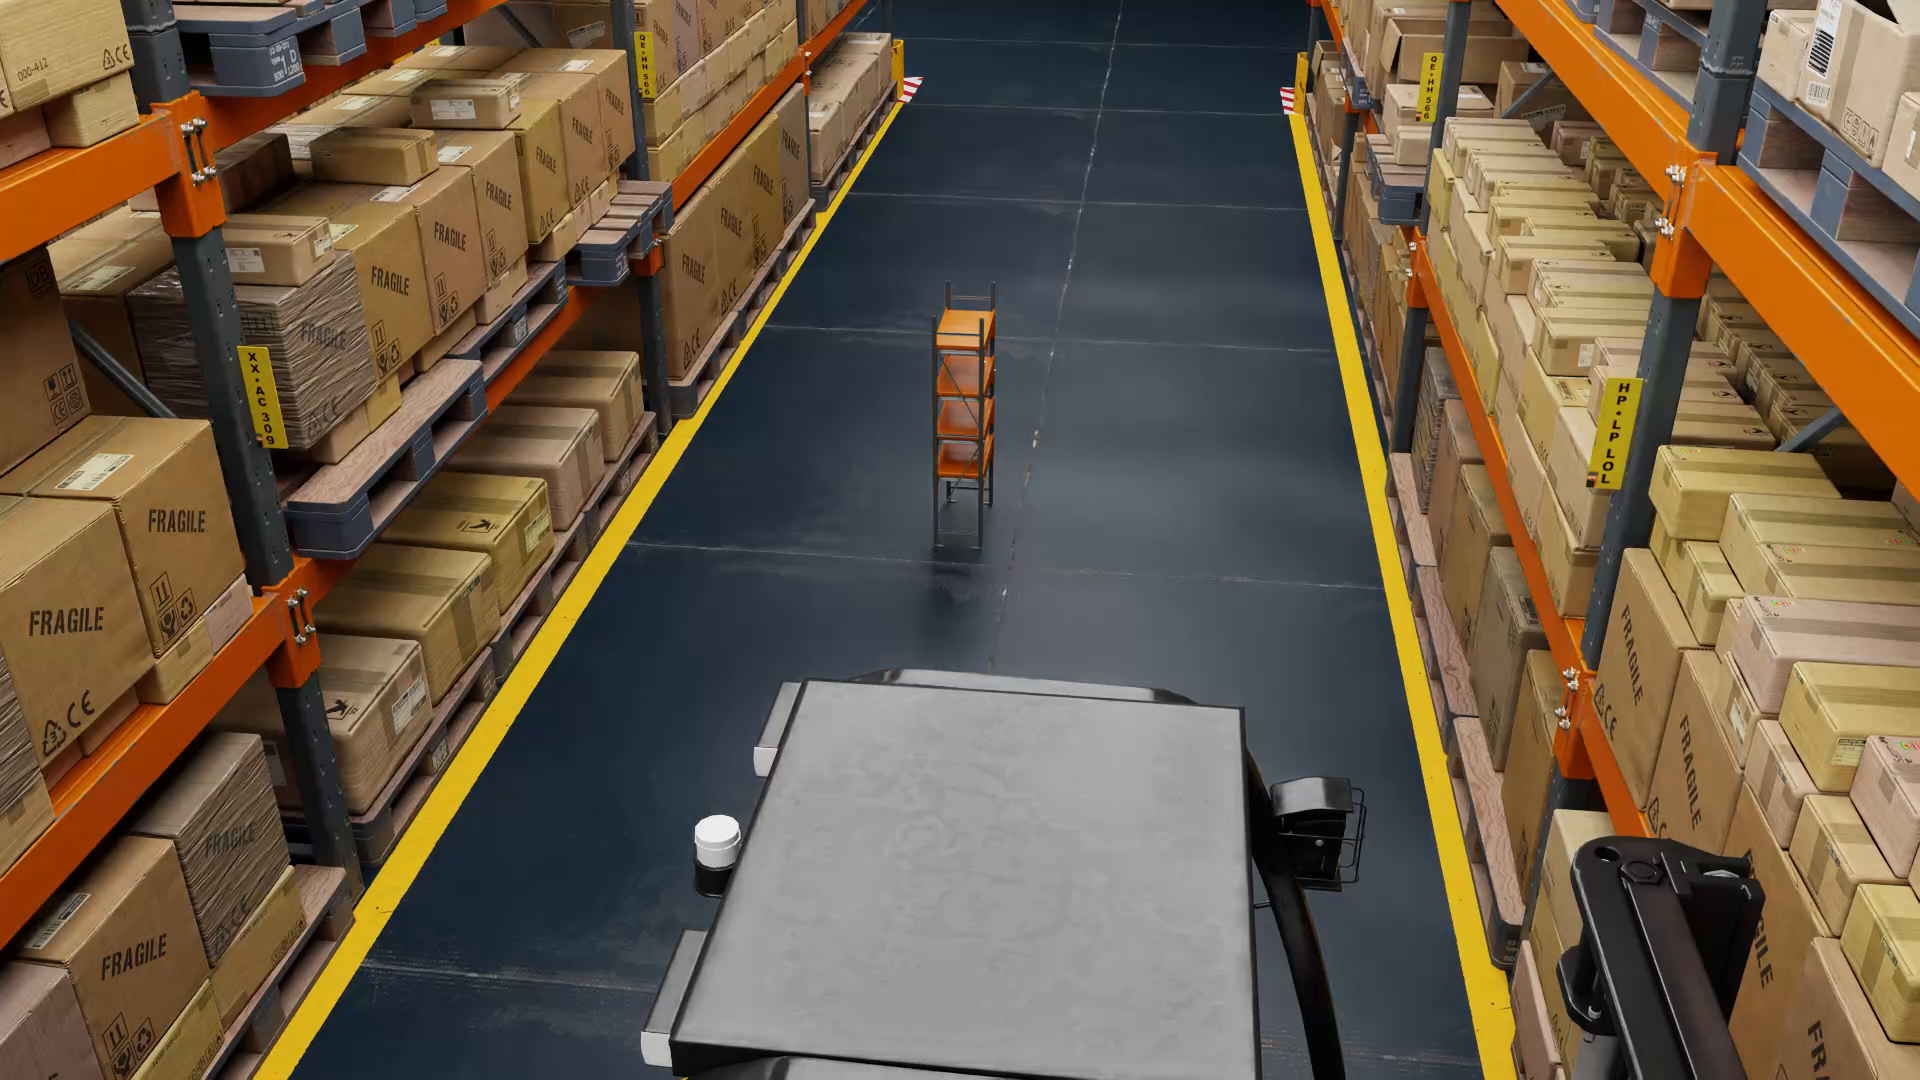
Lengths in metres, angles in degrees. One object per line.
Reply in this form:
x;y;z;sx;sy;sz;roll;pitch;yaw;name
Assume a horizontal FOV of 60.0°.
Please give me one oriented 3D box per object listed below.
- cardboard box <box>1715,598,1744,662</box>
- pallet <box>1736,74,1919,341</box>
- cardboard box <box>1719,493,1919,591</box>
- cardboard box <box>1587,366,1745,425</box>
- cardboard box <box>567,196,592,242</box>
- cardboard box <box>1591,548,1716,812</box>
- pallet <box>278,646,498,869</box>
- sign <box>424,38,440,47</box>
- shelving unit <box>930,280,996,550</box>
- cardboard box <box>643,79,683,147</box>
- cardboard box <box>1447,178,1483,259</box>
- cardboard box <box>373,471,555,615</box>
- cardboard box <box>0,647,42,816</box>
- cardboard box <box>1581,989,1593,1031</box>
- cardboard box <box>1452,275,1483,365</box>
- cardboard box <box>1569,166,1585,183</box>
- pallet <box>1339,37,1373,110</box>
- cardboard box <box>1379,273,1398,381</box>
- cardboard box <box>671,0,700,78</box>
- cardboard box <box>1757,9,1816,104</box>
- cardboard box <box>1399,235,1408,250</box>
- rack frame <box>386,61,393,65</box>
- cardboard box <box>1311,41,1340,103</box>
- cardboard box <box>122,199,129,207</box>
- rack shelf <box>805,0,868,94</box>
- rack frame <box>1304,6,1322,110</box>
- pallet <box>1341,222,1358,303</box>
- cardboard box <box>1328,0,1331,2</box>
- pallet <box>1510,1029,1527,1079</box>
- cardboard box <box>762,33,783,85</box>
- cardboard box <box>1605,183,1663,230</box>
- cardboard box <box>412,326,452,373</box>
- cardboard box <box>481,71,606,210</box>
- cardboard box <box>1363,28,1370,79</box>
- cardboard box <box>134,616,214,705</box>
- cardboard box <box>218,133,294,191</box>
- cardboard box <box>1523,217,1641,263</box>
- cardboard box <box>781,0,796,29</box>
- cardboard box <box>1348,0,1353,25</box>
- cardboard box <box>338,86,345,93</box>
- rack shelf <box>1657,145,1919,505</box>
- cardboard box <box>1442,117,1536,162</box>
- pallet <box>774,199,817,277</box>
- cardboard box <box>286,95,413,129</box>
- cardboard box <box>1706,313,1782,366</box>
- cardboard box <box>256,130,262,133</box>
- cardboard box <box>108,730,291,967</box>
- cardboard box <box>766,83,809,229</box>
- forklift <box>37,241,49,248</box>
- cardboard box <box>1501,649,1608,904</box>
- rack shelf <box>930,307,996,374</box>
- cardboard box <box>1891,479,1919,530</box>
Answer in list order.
1.970;0.268;3.800;0.380;0.149;0.250;3;28;6;cardboard box
2.226;-0.662;3.247;1.003;0.211;1.213;3;28;6;pallet
2.046;0.018;3.950;0.380;0.149;0.250;4;29;7;cardboard box
2.140;-0.409;5.058;0.380;0.149;0.250;3;28;5;cardboard box
-1.925;-1.490;7.674;0.380;0.149;0.250;2;28;4;cardboard box
1.991;0.366;4.302;0.500;0.500;0.500;3;28;5;cardboard box
-2.528;0.791;6.559;1.003;0.211;1.213;3;28;6;pallet
-2.683;-2.493;8.495;0.100;0.325;0.005;3;28;6;sign
0.020;-0.606;8.110;0.258;1.200;0.503;3;28;6;shelving unit
-1.825;-2.331;9.045;0.500;0.250;0.500;3;28;6;cardboard box
2.435;-1.390;7.298;0.500;0.250;0.500;4;29;8;cardboard box
-2.392;-0.011;7.436;0.950;0.372;0.625;4;29;8;cardboard box
-2.545;0.466;3.804;0.500;0.500;0.500;4;29;8;cardboard box
1.861;1.252;4.166;0.500;0.250;0.500;3;28;6;cardboard box
2.375;-0.926;6.965;0.500;0.250;0.500;2;28;5;cardboard box
3.016;-1.593;7.675;0.500;0.250;0.500;4;29;7;cardboard box
3.079;-3.095;11.034;1.003;0.211;1.213;3;28;6;pallet
2.705;-1.197;9.502;0.500;0.500;0.500;3;28;5;cardboard box
-1.778;-2.889;9.290;0.500;0.500;0.500;3;29;6;cardboard box
1.948;-1.029;3.551;0.380;0.149;0.250;4;29;7;cardboard box
2.760;-1.657;9.671;0.380;0.149;0.250;4;29;8;cardboard box
-6.077;-5.959;16.148;1.000;3.000;0.127;3;28;6;rack frame
3.606;-4.235;15.138;0.797;0.503;0.637;2;28;4;cardboard box
-6.408;-2.797;12.472;0.500;0.500;0.500;3;28;5;cardboard box
-1.397;-4.460;14.125;1.077;0.370;4.000;3;28;6;rack shelf
3.775;-5.432;15.170;1.000;3.000;0.127;3;28;6;rack frame
3.223;-1.936;11.622;1.003;0.211;1.213;3;28;6;pallet
3.255;-4.579;13.852;0.380;0.149;0.250;3;28;5;cardboard box
2.166;1.816;4.656;1.003;0.211;1.213;3;28;6;pallet
-1.510;-3.304;11.379;0.500;0.250;0.500;3;28;5;cardboard box
2.872;-1.345;6.794;0.380;0.149;0.250;3;28;6;cardboard box
-2.170;-0.760;6.319;0.380;0.149;0.250;4;29;7;cardboard box
-1.964;-1.839;7.638;0.500;0.500;0.500;3;28;5;cardboard box
2.734;-3.043;10.435;0.396;0.266;0.258;5;29;9;cardboard box
-2.383;0.327;4.745;0.380;0.149;0.250;4;29;7;cardboard box
-2.708;-1.401;6.143;0.380;0.149;0.250;2;28;4;cardboard box
2.380;-1.127;6.389;0.380;0.149;0.250;3;28;6;cardboard box
-1.455;-3.768;11.713;0.500;0.250;0.500;3;28;6;cardboard box
3.105;-3.868;12.111;0.500;0.250;0.500;4;29;7;cardboard box
-6.001;-4.265;15.568;0.380;0.149;0.250;4;29;7;cardboard box
2.060;0.154;2.397;1.077;0.370;4.000;3;28;6;rack shelf
2.463;-1.863;7.756;0.380;0.149;0.250;4;29;8;cardboard box
-1.662;-2.241;12.186;1.003;0.211;1.213;3;28;6;pallet
-2.532;-1.618;7.229;0.500;0.500;0.500;4;29;7;cardboard box
2.688;-0.628;5.464;0.380;0.149;0.250;3;28;6;cardboard box
-6.211;-3.526;14.195;0.380;0.149;0.250;3;28;5;cardboard box
-2.428;0.920;5.046;0.500;0.500;0.500;3;28;5;cardboard box
-1.638;-2.789;12.061;0.875;0.875;0.875;4;29;8;cardboard box
-4.786;-1.116;7.231;1.130;2.935;3.031;4;29;7;forklift
2.357;0.831;5.606;0.875;0.625;0.625;5;29;8;cardboard box
0.020;-0.952;7.924;0.258;0.148;0.480;3;28;6;rack shelf
2.565;-0.076;4.126;0.380;0.149;0.250;3;29;6;cardboard box
